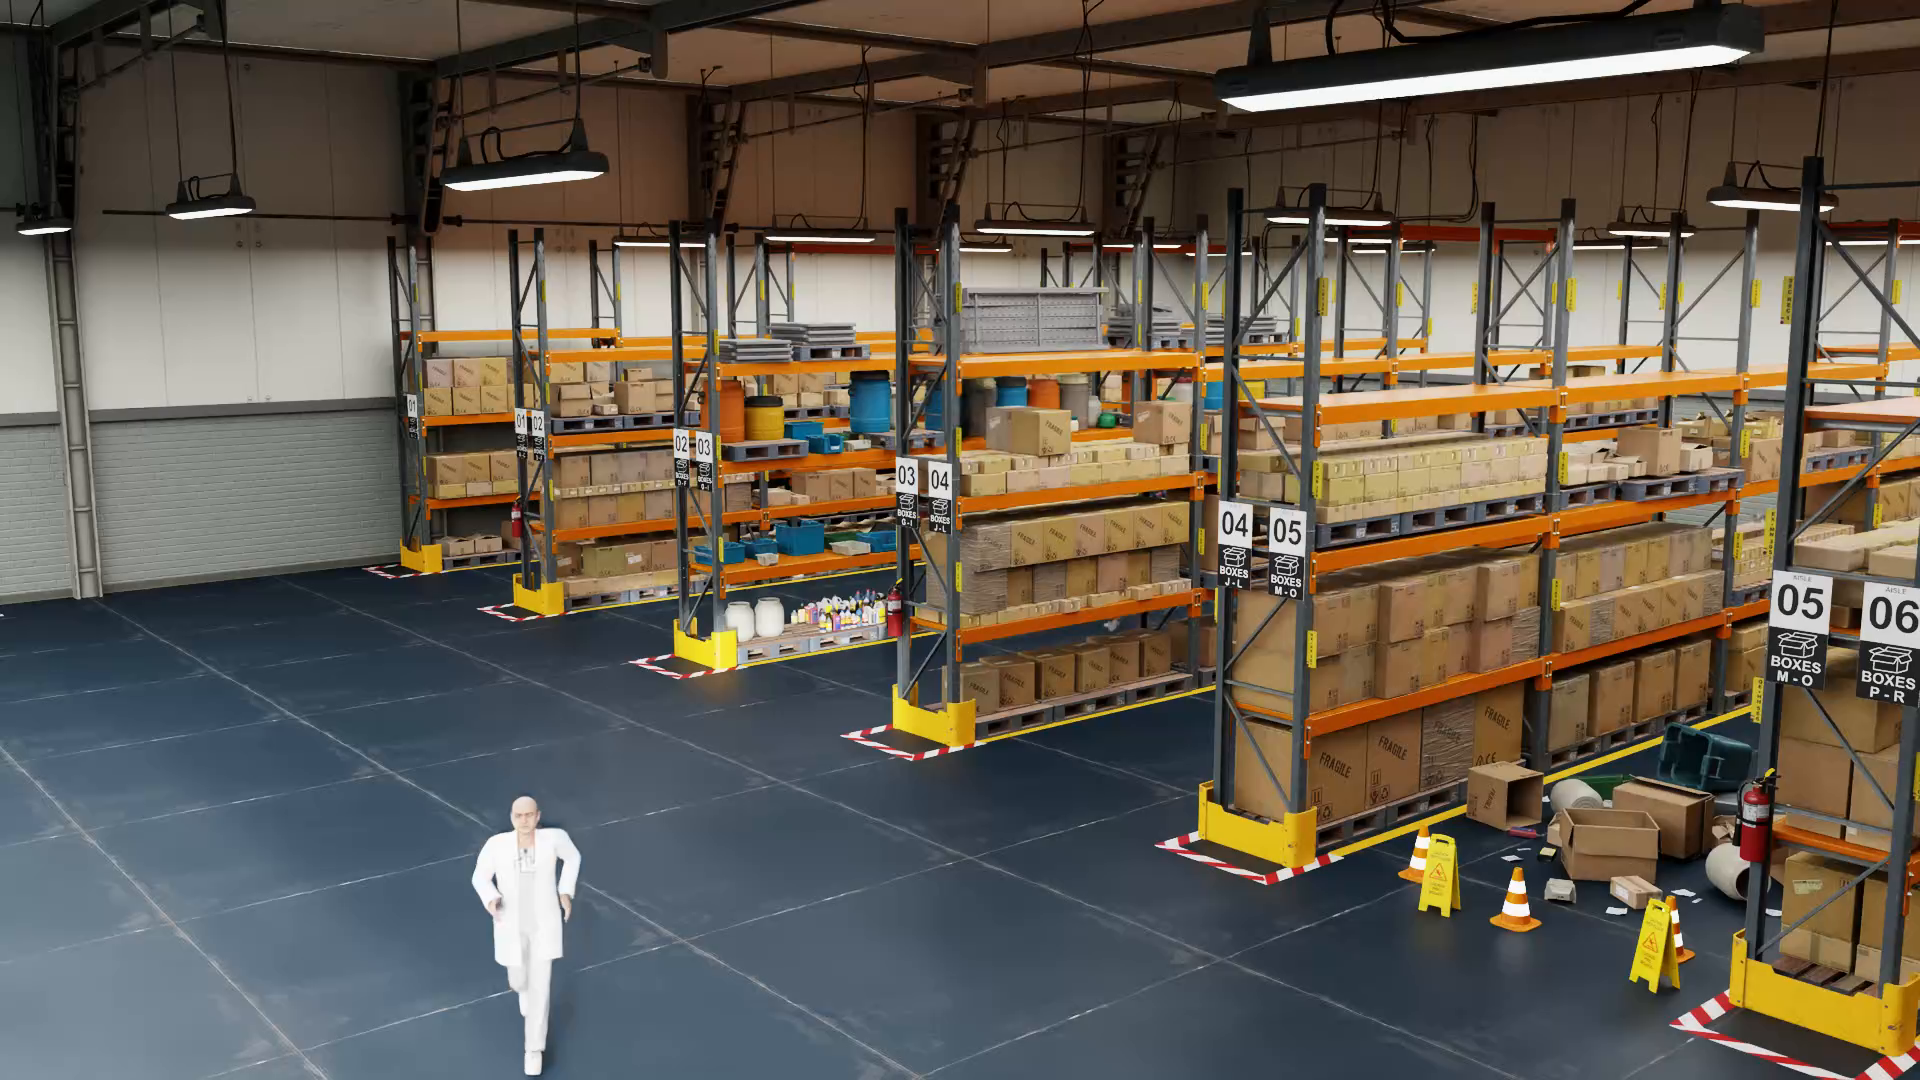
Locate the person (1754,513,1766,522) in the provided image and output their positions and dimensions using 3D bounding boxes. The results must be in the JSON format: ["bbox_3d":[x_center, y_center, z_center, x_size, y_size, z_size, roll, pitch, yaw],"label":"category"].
[{"bbox_3d":[12.264,0.435,25.466,0.918,1.703,0.624,-6,11,-35],"label":"person"}]

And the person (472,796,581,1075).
[{"bbox_3d":[-2.915,2.585,11.235,0.709,1.767,1.018,-2,9,-11],"label":"person"}]

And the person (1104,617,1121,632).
[{"bbox_3d":[2.057,0.465,23.558,0.583,1.677,0.576,-8,12,-42],"label":"person"}]
